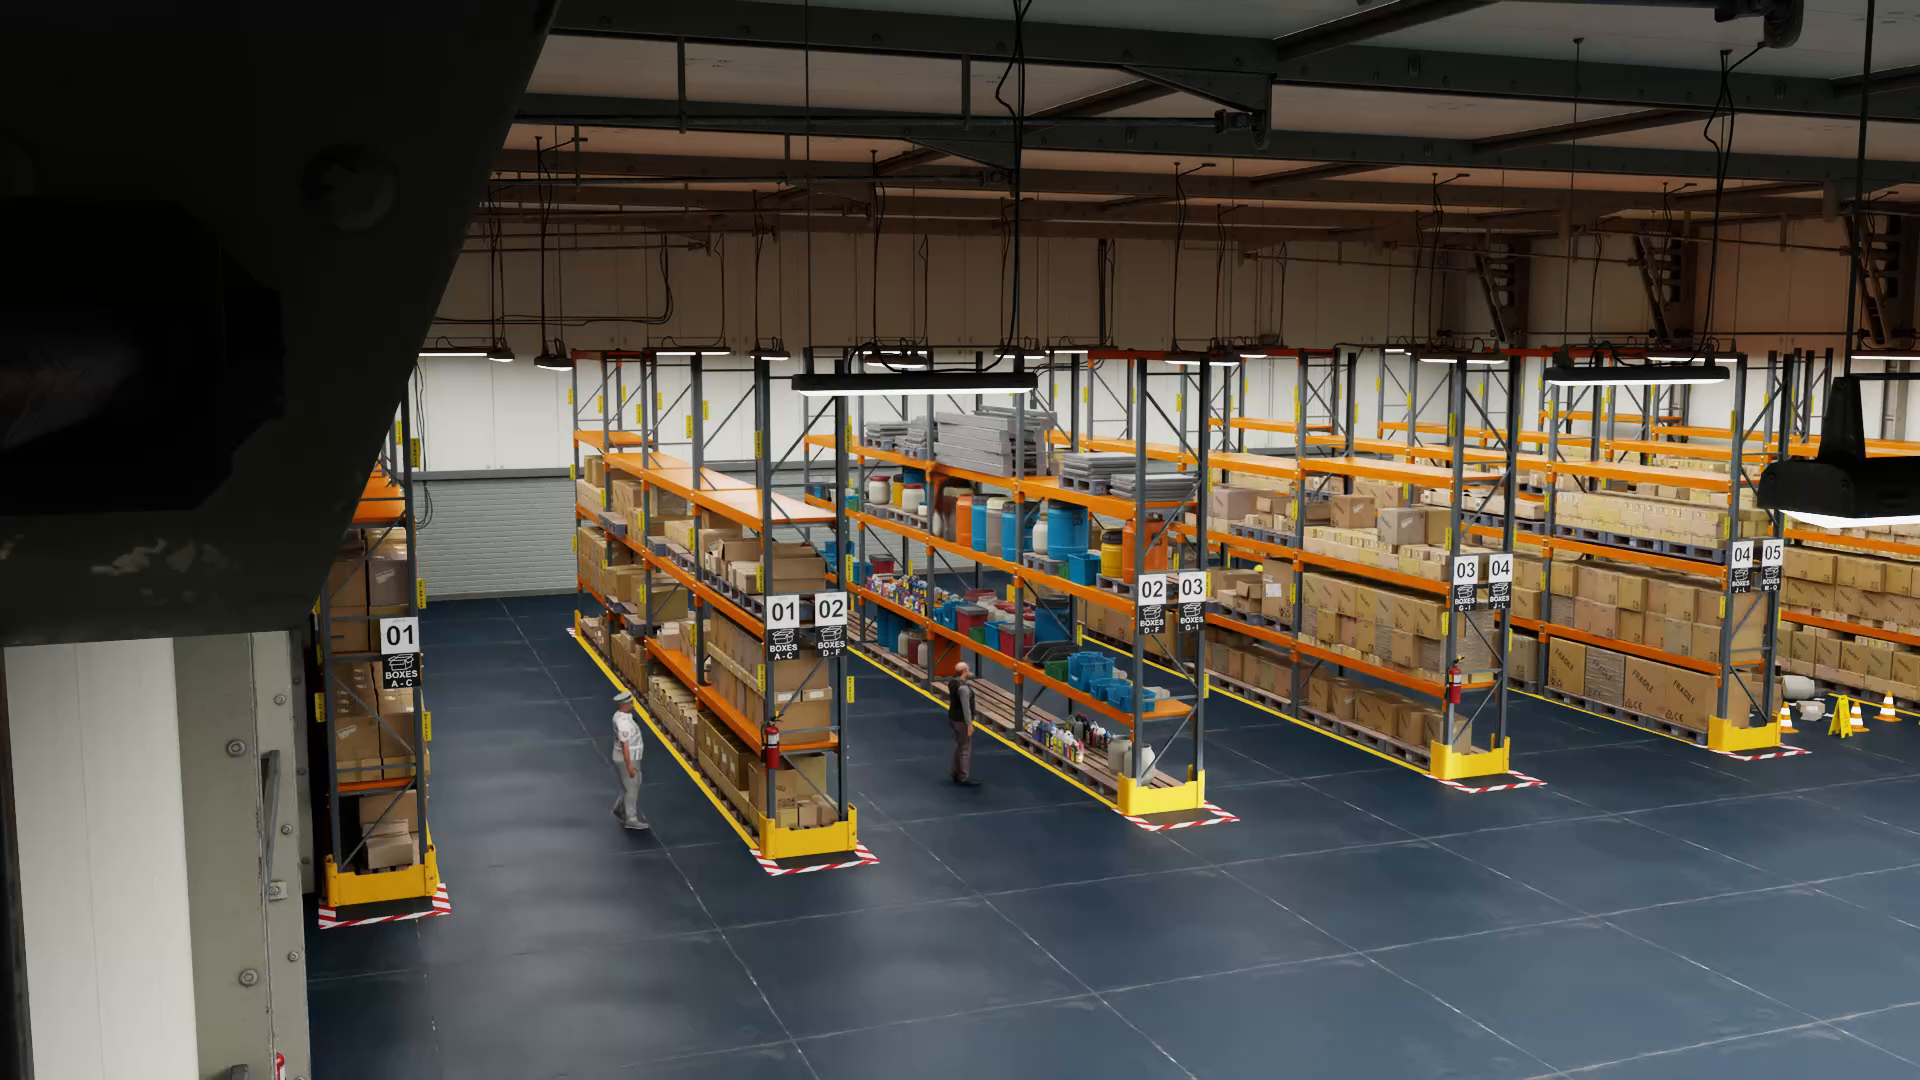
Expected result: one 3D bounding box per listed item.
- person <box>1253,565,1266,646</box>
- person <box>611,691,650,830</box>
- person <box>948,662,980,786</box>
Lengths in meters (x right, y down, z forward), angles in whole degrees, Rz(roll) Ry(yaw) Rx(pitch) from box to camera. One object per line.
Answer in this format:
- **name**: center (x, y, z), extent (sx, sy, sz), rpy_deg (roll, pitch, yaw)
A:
- **person**: center (5.871, 1.372, 32.901), extent (0.453, 1.767, 0.600), rpy_deg (-3, 8, -22)
- **person**: center (-4.260, 2.822, 21.364), extent (0.526, 1.795, 0.608), rpy_deg (-1, 7, -7)
- **person**: center (0.045, 2.613, 23.422), extent (0.386, 1.806, 0.596), rpy_deg (-2, 7, -18)
